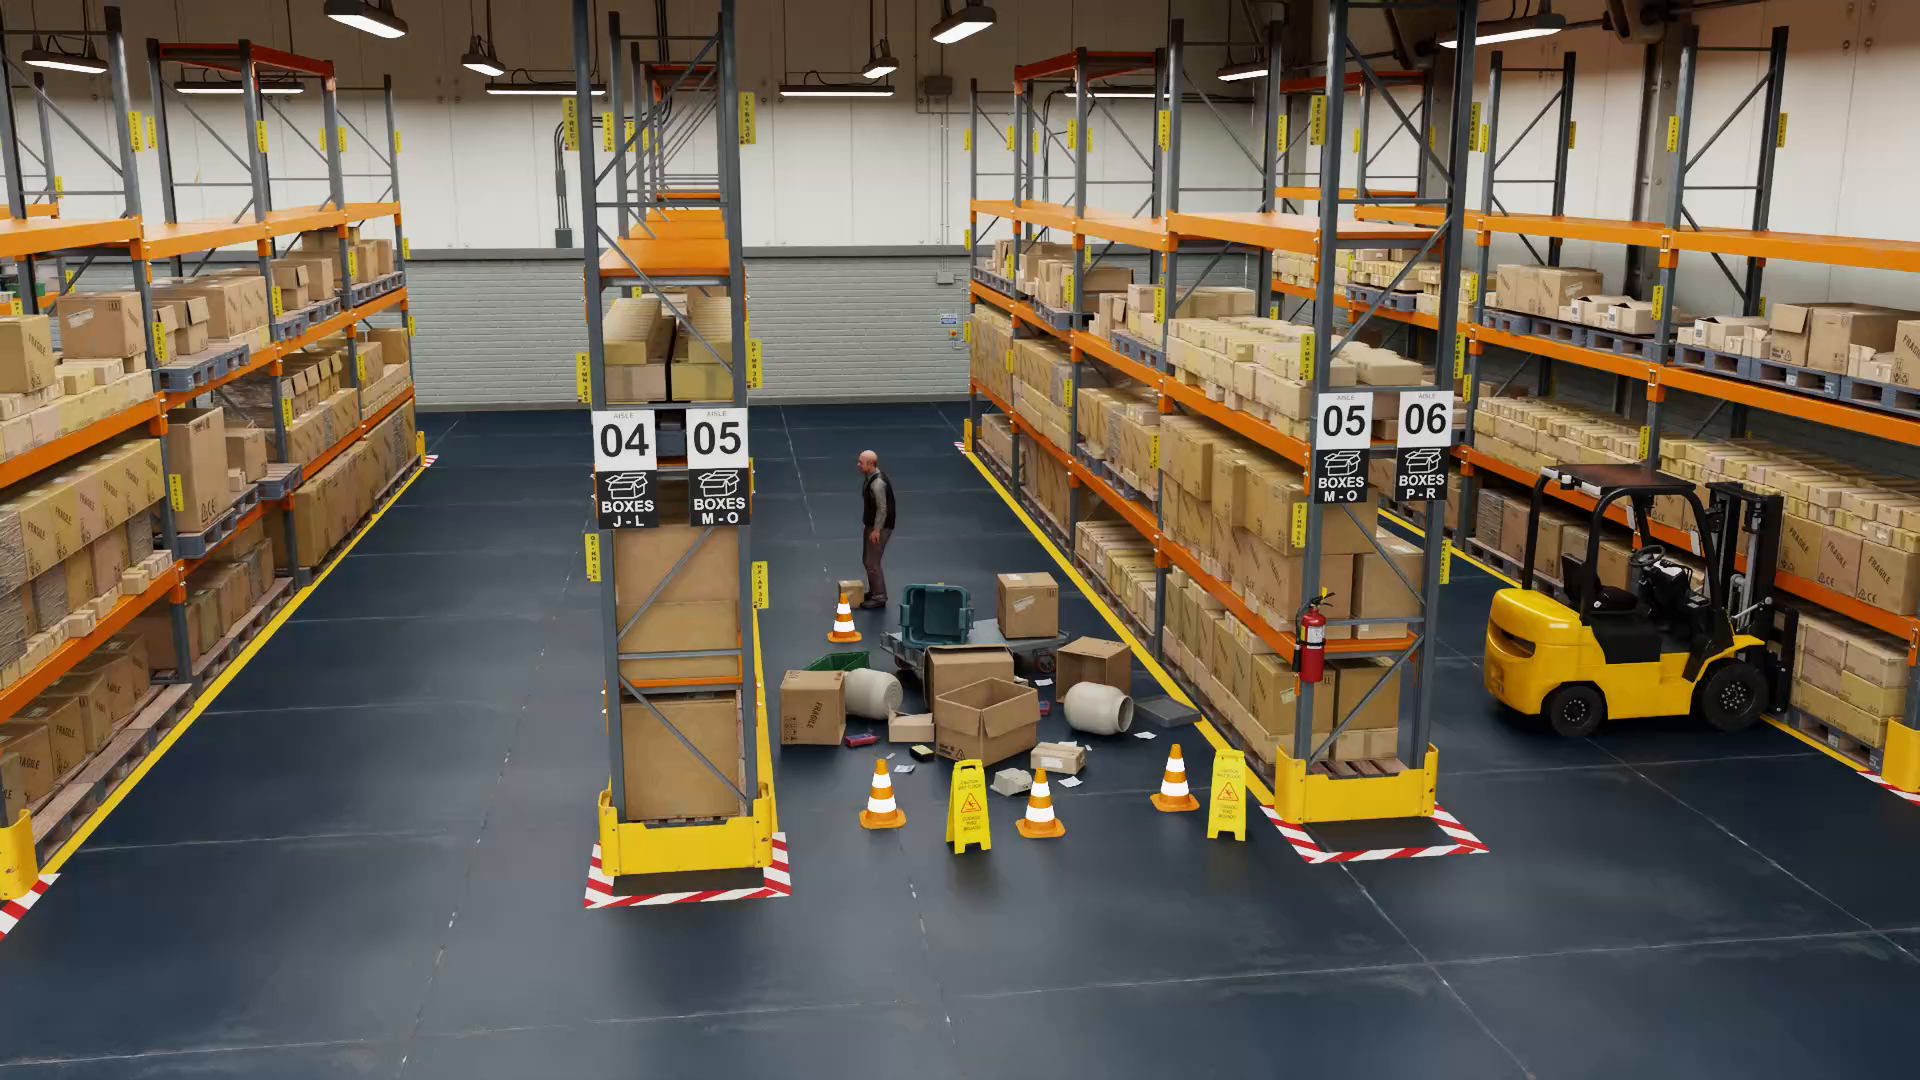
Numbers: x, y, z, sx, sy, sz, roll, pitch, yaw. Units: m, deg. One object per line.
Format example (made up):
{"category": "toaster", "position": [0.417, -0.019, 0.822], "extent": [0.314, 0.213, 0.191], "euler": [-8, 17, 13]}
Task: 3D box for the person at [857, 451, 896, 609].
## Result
{"category": "person", "position": [-0.917, -0.131, 18.105], "extent": [0.427, 1.720, 0.590], "euler": [-3, 13, -12]}
